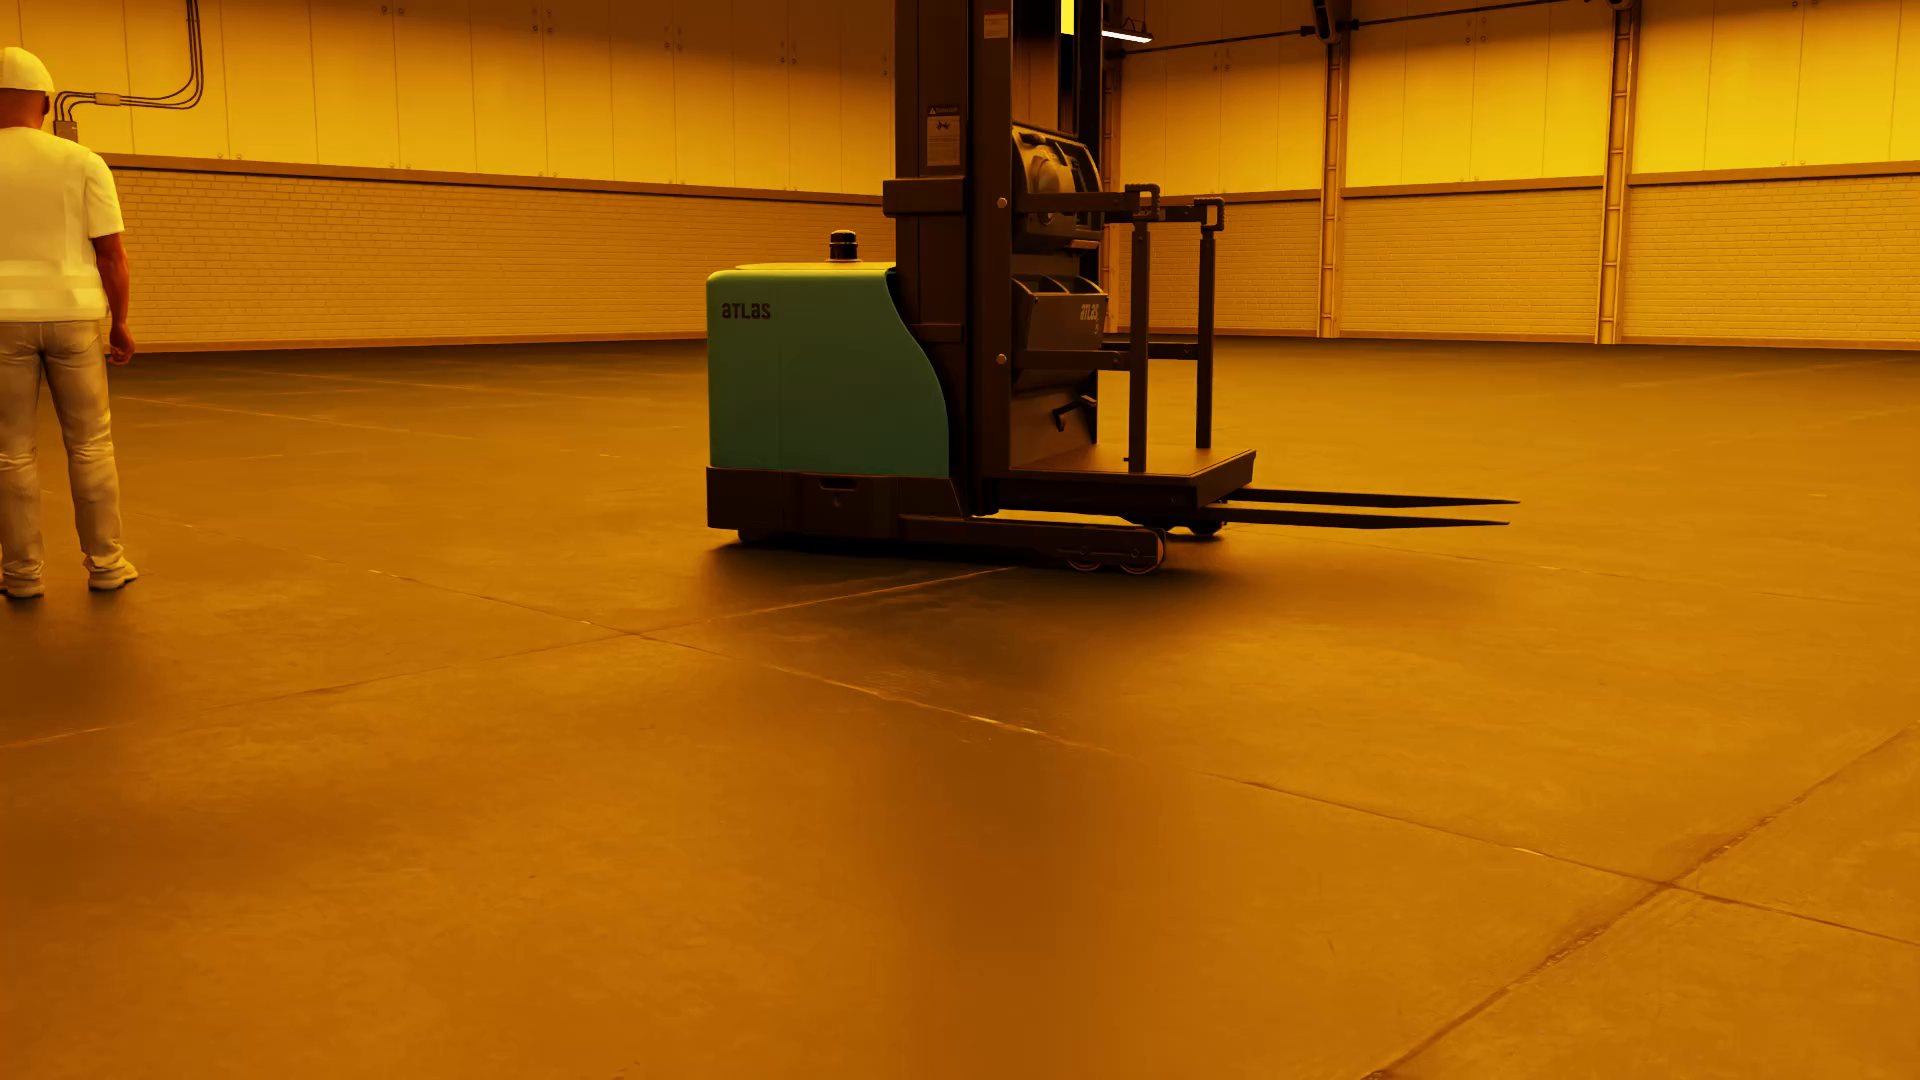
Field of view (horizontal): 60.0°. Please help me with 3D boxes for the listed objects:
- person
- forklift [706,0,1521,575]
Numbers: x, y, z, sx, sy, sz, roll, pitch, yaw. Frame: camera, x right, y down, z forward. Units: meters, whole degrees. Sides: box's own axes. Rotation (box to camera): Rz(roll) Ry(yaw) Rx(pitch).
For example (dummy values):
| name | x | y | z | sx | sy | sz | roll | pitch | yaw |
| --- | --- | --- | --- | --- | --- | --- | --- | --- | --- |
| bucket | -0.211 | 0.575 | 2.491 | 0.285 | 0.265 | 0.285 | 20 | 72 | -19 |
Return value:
| name | x | y | z | sx | sy | sz | roll | pitch | yaw |
| --- | --- | --- | --- | --- | --- | --- | --- | --- | --- |
| person | -3.048 | -0.710 | 5.494 | 0.569 | 1.771 | 0.369 | -5 | 10 | -29 |
| forklift | 0.565 | -1.416 | 6.275 | 3.031 | 2.935 | 1.130 | 3 | 9 | 22 |
